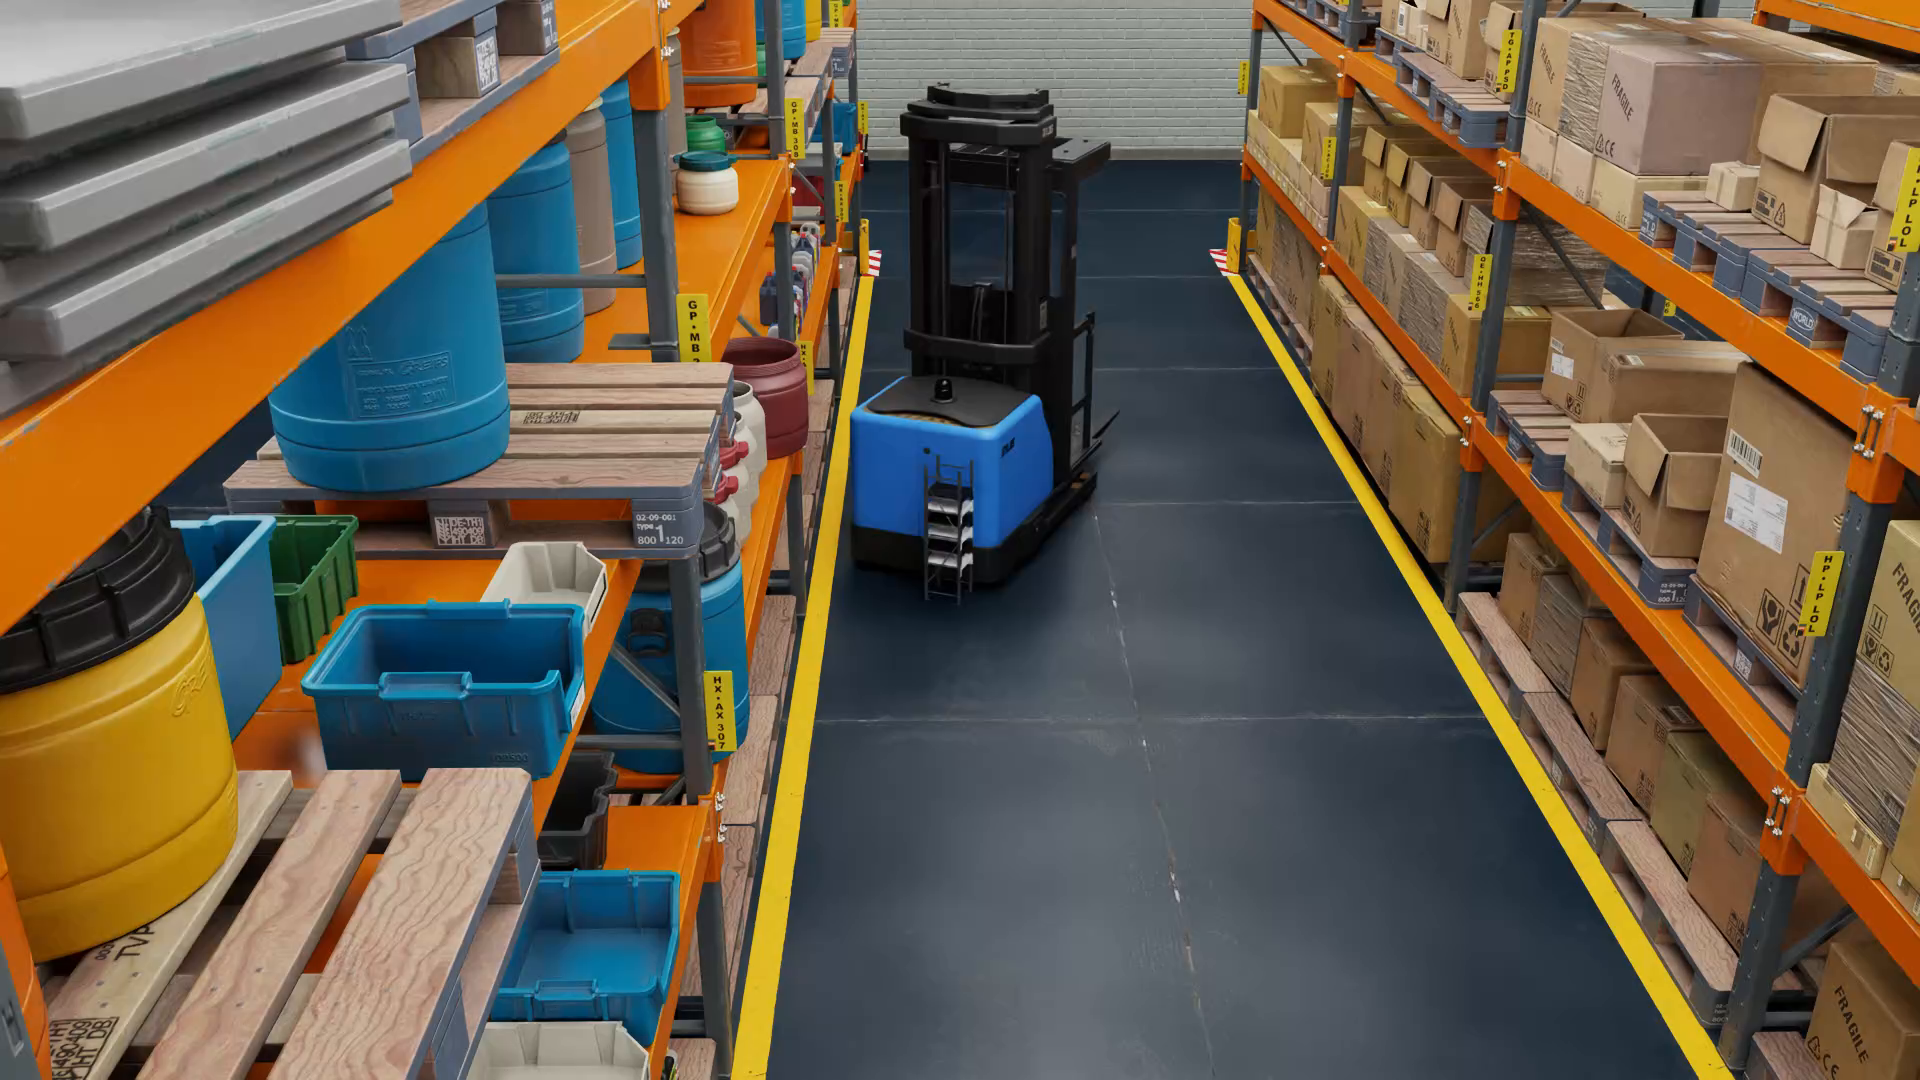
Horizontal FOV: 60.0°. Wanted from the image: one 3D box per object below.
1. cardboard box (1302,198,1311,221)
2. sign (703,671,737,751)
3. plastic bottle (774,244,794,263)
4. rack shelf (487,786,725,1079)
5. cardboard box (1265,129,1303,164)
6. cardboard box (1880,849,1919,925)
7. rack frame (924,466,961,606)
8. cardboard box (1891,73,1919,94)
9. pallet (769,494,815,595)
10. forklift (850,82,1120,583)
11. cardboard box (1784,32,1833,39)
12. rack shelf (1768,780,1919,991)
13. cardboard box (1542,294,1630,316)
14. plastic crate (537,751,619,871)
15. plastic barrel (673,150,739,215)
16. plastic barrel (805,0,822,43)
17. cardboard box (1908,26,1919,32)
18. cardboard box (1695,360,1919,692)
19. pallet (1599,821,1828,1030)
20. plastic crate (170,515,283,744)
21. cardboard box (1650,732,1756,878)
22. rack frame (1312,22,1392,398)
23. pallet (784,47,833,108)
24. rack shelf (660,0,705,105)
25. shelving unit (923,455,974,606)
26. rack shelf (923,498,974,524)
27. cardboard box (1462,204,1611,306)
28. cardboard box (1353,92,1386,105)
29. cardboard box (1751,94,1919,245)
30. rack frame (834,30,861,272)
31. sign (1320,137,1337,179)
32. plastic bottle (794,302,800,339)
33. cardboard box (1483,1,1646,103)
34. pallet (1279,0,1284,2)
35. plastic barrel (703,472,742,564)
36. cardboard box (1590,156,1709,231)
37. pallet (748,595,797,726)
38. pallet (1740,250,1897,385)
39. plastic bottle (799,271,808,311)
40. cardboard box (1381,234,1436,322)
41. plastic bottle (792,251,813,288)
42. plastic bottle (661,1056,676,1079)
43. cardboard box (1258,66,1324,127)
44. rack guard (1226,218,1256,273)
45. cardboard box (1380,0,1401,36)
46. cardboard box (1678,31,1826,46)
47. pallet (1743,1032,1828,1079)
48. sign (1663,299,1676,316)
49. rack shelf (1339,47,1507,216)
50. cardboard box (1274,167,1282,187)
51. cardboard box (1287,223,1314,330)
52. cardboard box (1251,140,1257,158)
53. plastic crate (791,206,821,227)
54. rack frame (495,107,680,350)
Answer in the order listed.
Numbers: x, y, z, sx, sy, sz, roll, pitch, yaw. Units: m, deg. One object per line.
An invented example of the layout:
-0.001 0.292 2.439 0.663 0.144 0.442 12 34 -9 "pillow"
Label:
3.125 -2.805 14.118 0.380 0.149 0.250 -1 24 -1 "cardboard box"
-0.854 0.611 5.923 0.100 0.325 0.005 0 24 -1 "sign"
-1.296 -2.085 12.280 0.144 0.351 0.185 0 24 -1 "plastic bottle"
-1.382 1.887 4.311 1.077 0.370 4.000 0 24 -1 "rack shelf"
3.167 -3.679 15.565 0.500 0.250 0.500 -1 24 -2 "cardboard box"
3.270 1.123 5.432 0.380 0.149 0.250 0 24 -1 "cardboard box"
-0.106 -0.018 10.197 0.240 0.900 0.006 9 26 19 "rack frame"
8.135 -3.607 13.889 0.500 0.500 0.500 -1 24 -2 "cardboard box"
-1.498 0.033 10.922 1.003 0.211 1.213 0 24 -1 "pallet"
0.339 -1.642 11.323 1.130 2.935 3.031 10 26 21 "forklift"
8.118 -4.663 16.225 0.500 0.500 0.500 0 24 -1 "cardboard box"
3.570 1.865 4.360 1.077 0.370 4.000 0 24 -1 "rack shelf"
3.772 -1.183 10.103 0.500 0.500 0.500 0 24 1 "cardboard box"
-1.526 0.980 5.520 0.767 0.338 0.504 0 24 -1 "plastic crate"
-1.201 -1.694 7.883 0.301 0.262 0.301 0 24 0 "plastic barrel"
-1.279 -3.830 11.701 0.600 0.588 0.600 0 24 0 "plastic barrel"
8.153 -4.270 13.592 0.500 0.250 0.500 0 24 -1 "cardboard box"
3.680 -0.080 6.549 1.000 1.000 1.000 0 24 0 "cardboard box"
3.538 1.662 7.318 1.003 0.211 1.213 0 24 -1 "pallet"
-1.682 0.239 3.460 0.392 0.384 0.575 0 24 -1 "plastic crate"
3.577 1.201 7.453 0.700 0.500 0.500 0 24 -1 "cardboard box"
3.461 -2.584 13.323 1.000 3.000 0.127 0 24 -1 "rack frame"
-1.370 -3.052 10.948 1.003 0.211 1.213 0 24 -1 "pallet"
-1.426 -2.313 6.802 1.077 0.370 4.000 0 24 -1 "rack shelf"
-0.069 -0.057 10.283 0.258 0.900 0.210 9 26 19 "shelving unit"
-0.069 -0.191 10.223 0.258 0.077 0.200 9 26 19 "rack shelf"
3.513 -1.740 10.118 0.797 0.503 0.637 1 24 1 "cardboard box"
3.704 -3.609 14.500 0.500 0.500 0.500 -1 24 -2 "cardboard box"
3.631 -1.475 6.596 0.797 0.503 0.637 1 24 2 "cardboard box"
-1.535 -4.210 16.918 1.000 3.000 0.127 0 24 -1 "rack frame"
2.906 -3.011 13.121 0.100 0.325 0.005 0 24 -1 "sign"
-1.113 -1.463 11.001 0.097 0.271 0.097 0 24 0 "plastic bottle"
3.426 -2.792 9.508 0.797 0.503 0.637 1 24 3 "cardboard box"
3.436 -5.253 15.692 1.003 0.211 1.213 0 24 -1 "pallet"
-1.203 -0.024 7.499 0.433 0.535 0.433 0 24 0 "plastic barrel"
3.276 -1.616 7.725 0.500 0.250 0.500 0 24 1 "cardboard box"
-1.478 0.677 9.498 1.003 0.211 1.213 0 24 -1 "pallet"
3.648 -0.823 6.018 1.213 0.211 1.003 0 24 -1 "pallet"
-1.102 -1.743 11.605 0.061 0.283 0.133 0 24 -1 "plastic bottle"
3.239 -1.812 11.496 0.500 0.500 0.500 0 24 0 "cardboard box"
-1.154 -1.986 12.151 0.152 0.276 0.135 0 24 -1 "plastic bottle"
-1.069 1.969 6.019 0.061 0.283 0.133 1 24 2 "plastic bottle"
3.158 -4.236 15.887 0.500 0.500 0.500 -1 24 -2 "cardboard box"
3.417 -3.103 17.504 1.175 0.500 0.348 0 24 -1 "rack guard"
3.478 -3.948 12.069 0.700 0.500 0.500 0 24 1 "cardboard box"
3.777 -2.169 8.038 0.500 0.500 0.500 0 24 -1 "cardboard box"
3.591 2.260 5.997 1.003 0.211 1.213 0 24 -1 "pallet"
4.047 -1.433 9.470 0.100 0.325 0.005 0 24 -1 "sign"
3.483 -2.799 11.031 1.077 0.370 4.000 0 24 -1 "rack shelf"
3.110 -3.336 15.291 0.380 0.149 0.250 -1 24 -2 "cardboard box"
3.524 -2.450 15.096 0.875 0.875 0.875 0 24 -1 "cardboard box"
3.096 -3.864 16.459 0.380 0.149 0.250 -1 24 -1 "cardboard box"
-1.354 -2.661 13.741 0.396 0.136 0.243 0 24 -1 "plastic crate"
-1.404 -1.998 4.749 1.000 3.000 0.127 0 24 -1 "rack frame"
